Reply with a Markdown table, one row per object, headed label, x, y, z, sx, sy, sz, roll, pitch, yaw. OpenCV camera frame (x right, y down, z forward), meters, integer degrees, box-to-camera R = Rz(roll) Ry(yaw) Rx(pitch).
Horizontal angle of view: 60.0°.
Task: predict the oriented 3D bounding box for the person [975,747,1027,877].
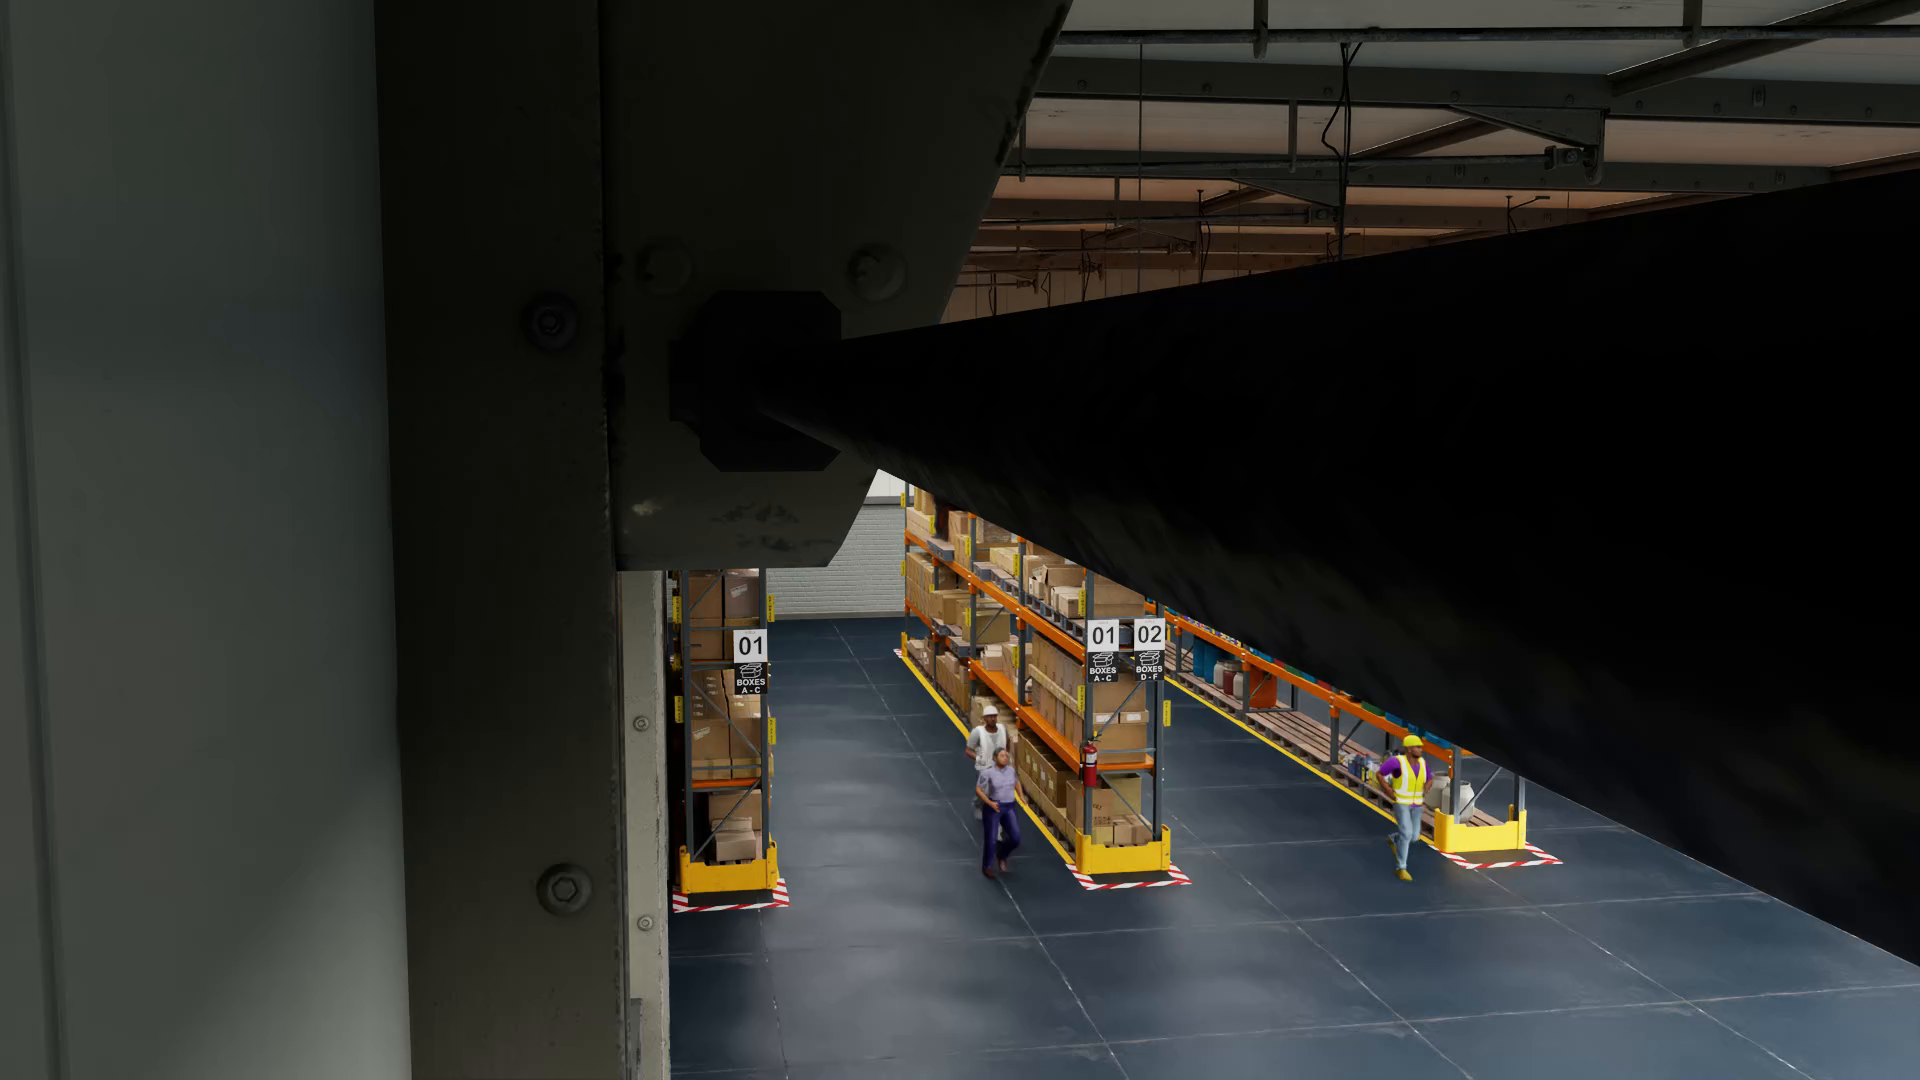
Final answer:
| label | x | y | z | sx | sy | sz | roll | pitch | yaw |
| --- | --- | --- | --- | --- | --- | --- | --- | --- | --- |
| person | 0.533 | 3.399 | 20.705 | 0.675 | 1.586 | 0.479 | -3 | 6 | -24 |

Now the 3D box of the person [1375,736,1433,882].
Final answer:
| label | x | y | z | sx | sy | sz | roll | pitch | yaw |
| --- | --- | --- | --- | --- | --- | --- | --- | --- | --- |
| person | 5.650 | 3.319 | 20.957 | 0.729 | 1.736 | 0.889 | -2 | 6 | -21 |

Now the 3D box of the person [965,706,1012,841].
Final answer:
| label | x | y | z | sx | sy | sz | roll | pitch | yaw |
| --- | --- | --- | --- | --- | --- | --- | --- | --- | --- |
| person | 0.413 | 3.111 | 22.483 | 0.686 | 1.765 | 0.929 | -2 | 6 | -16 |
